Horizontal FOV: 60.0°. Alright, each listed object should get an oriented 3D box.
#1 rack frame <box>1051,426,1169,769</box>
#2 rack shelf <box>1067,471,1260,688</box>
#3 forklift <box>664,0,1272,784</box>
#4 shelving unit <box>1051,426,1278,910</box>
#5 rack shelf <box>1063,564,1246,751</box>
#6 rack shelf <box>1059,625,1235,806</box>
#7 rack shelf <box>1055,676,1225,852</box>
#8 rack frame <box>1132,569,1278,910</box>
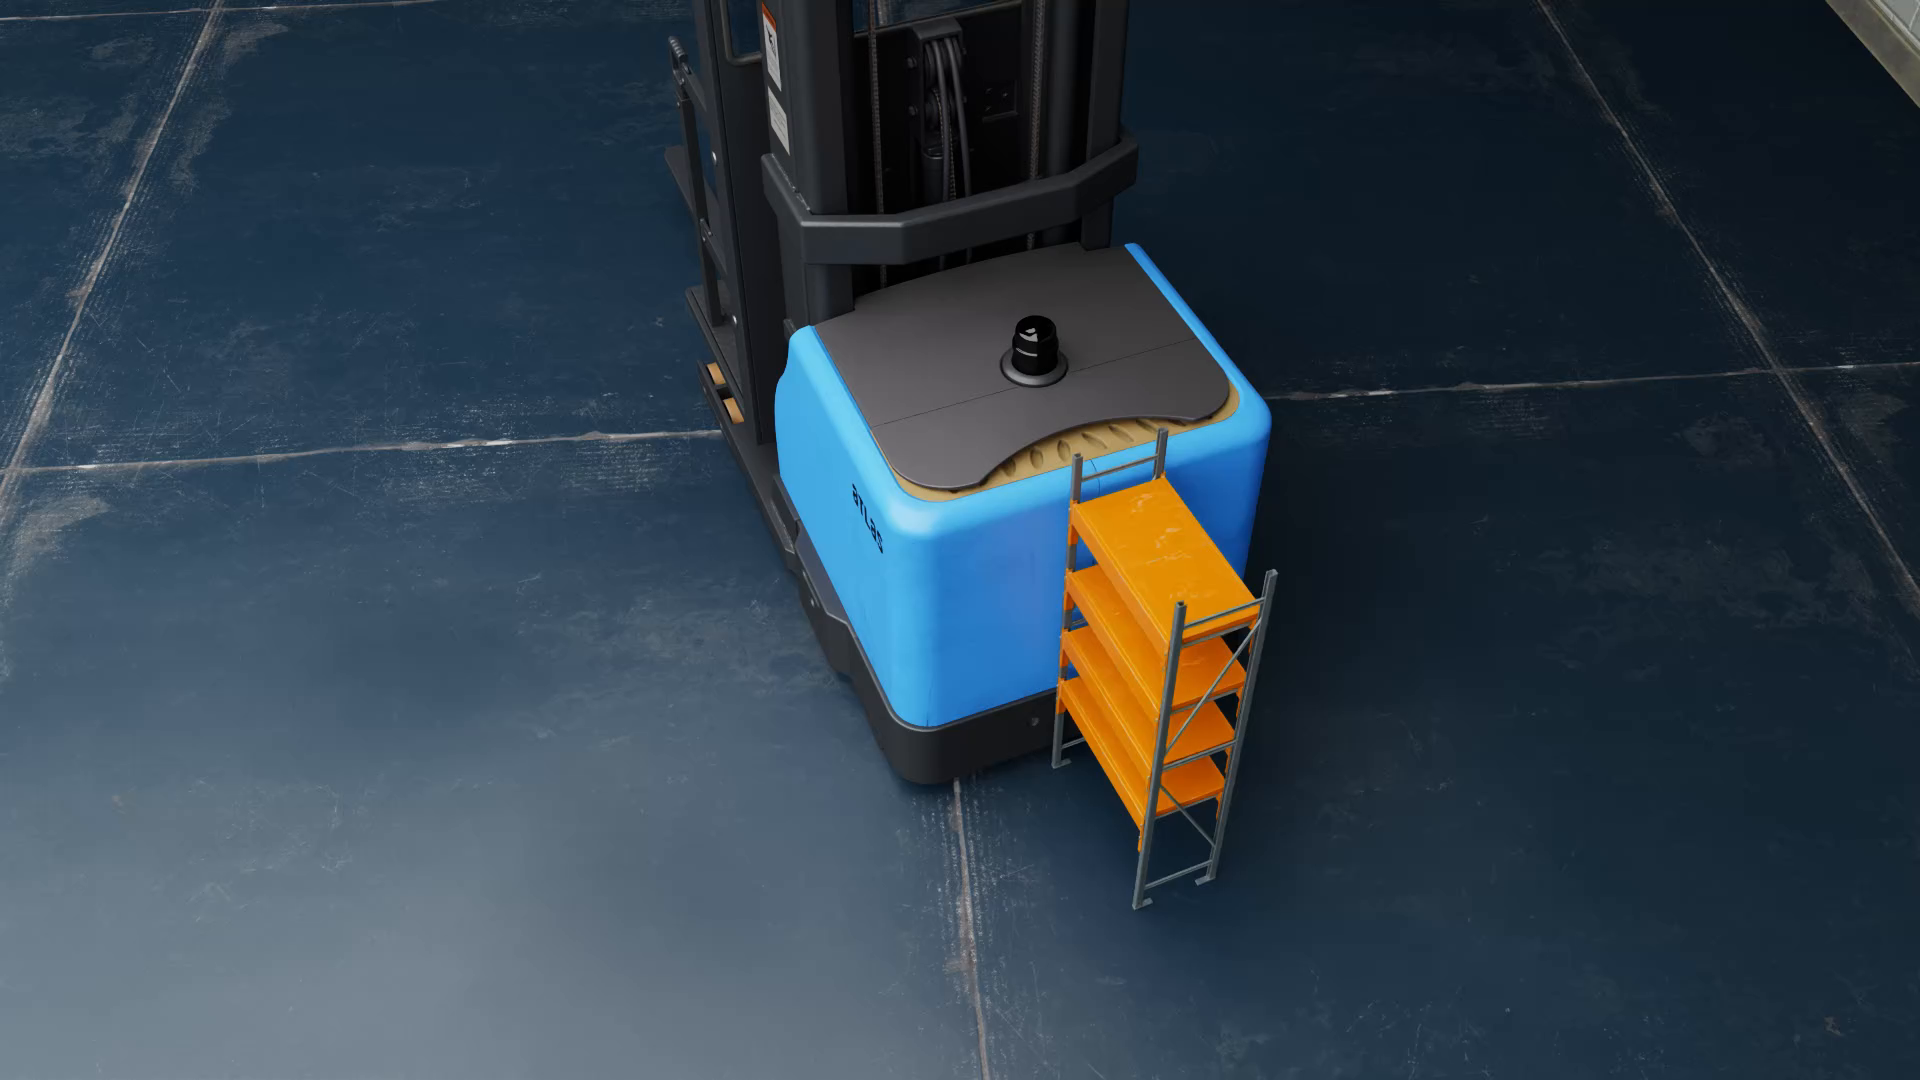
[{"bbox_3d":[0.369,0.189,4.245,0.240,1.200,0.015,-17,49,-16],"label":"rack frame"},{"bbox_3d":[0.466,0.081,3.806,0.258,0.148,0.480,-17,49,-16],"label":"rack shelf"},{"bbox_3d":[-0.240,-1.431,4.587,1.130,2.935,3.031,-17,49,-15],"label":"forklift"},{"bbox_3d":[0.466,0.351,4.091,0.258,1.200,0.503,-17,49,-16],"label":"shelving unit"},{"bbox_3d":[0.466,0.244,3.977,0.258,0.148,0.480,-17,49,-16],"label":"rack shelf"},{"bbox_3d":[0.466,0.397,4.140,0.258,0.148,0.480,-17,49,-16],"label":"rack shelf"},{"bbox_3d":[0.466,0.534,4.284,0.258,0.148,0.480,-17,49,-16],"label":"rack shelf"},{"bbox_3d":[0.563,0.514,3.937,0.240,1.200,0.015,-17,49,-16],"label":"rack frame"}]
